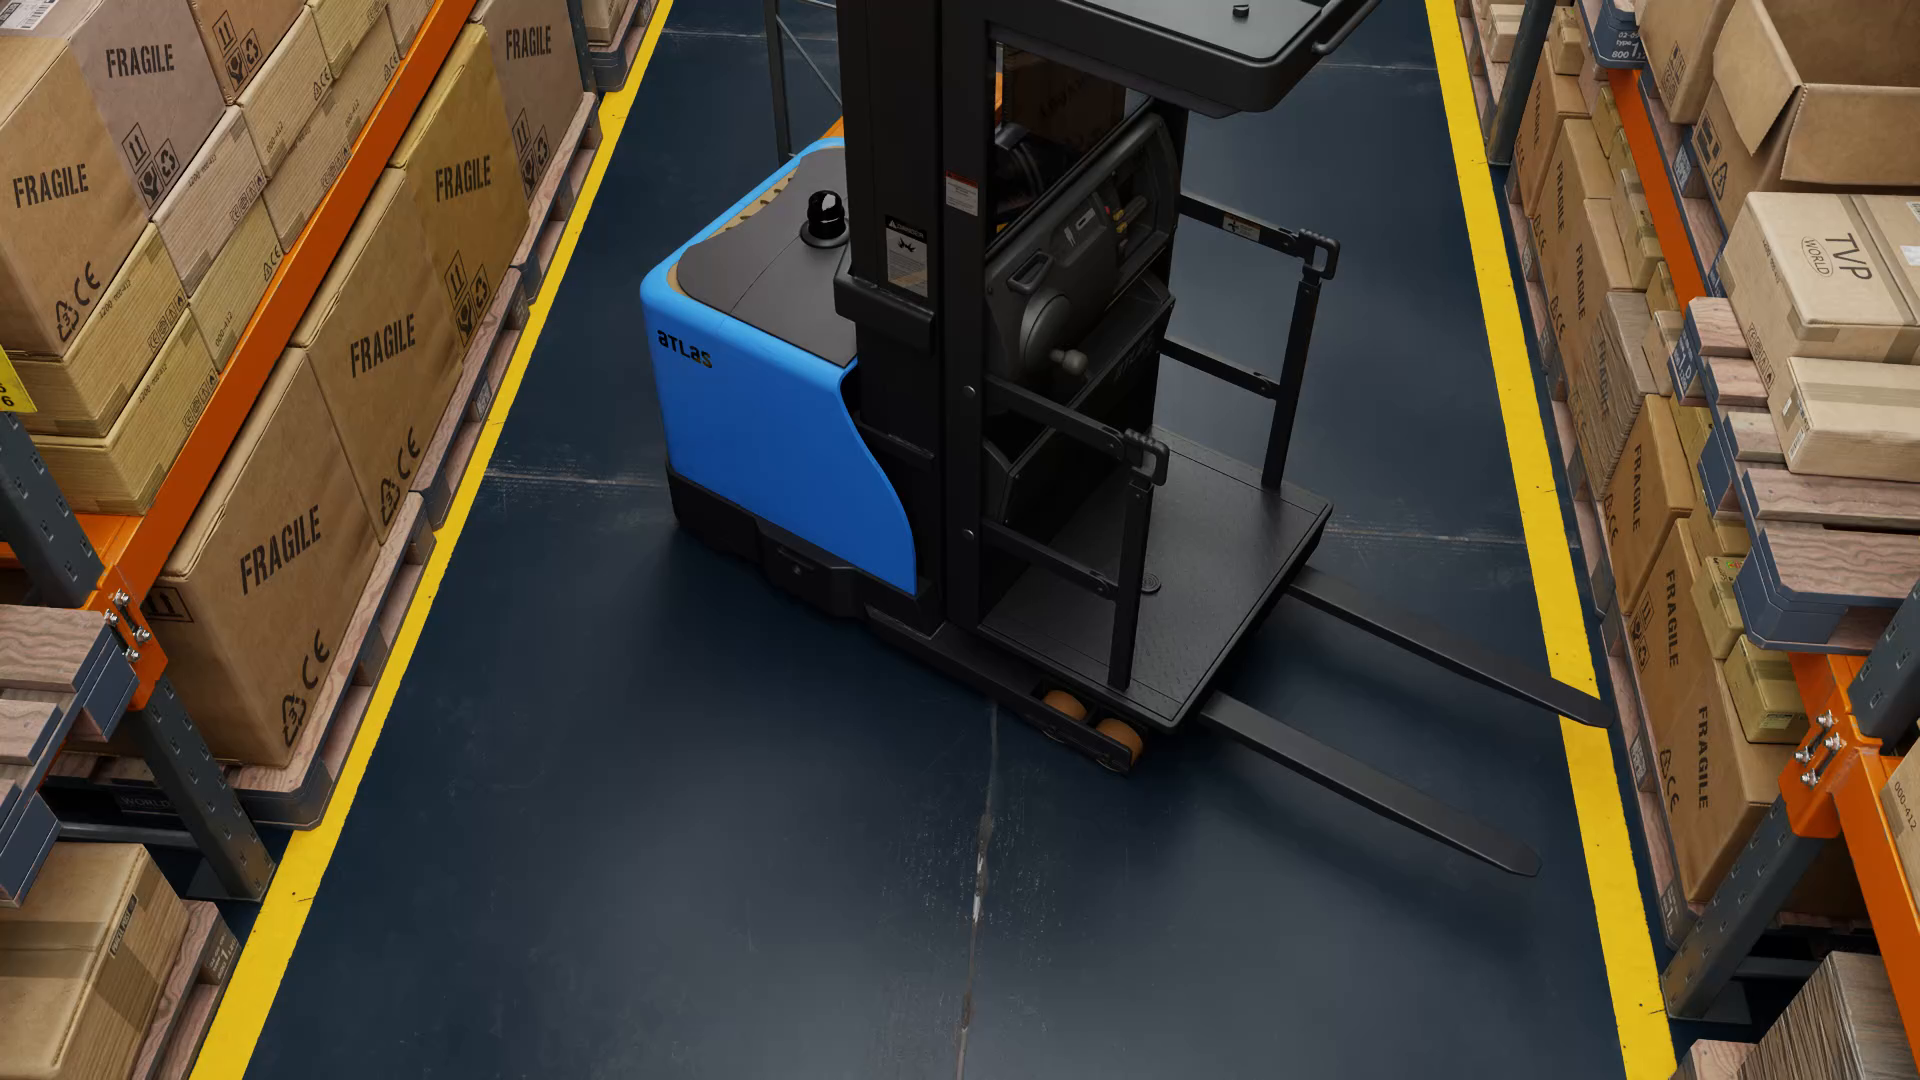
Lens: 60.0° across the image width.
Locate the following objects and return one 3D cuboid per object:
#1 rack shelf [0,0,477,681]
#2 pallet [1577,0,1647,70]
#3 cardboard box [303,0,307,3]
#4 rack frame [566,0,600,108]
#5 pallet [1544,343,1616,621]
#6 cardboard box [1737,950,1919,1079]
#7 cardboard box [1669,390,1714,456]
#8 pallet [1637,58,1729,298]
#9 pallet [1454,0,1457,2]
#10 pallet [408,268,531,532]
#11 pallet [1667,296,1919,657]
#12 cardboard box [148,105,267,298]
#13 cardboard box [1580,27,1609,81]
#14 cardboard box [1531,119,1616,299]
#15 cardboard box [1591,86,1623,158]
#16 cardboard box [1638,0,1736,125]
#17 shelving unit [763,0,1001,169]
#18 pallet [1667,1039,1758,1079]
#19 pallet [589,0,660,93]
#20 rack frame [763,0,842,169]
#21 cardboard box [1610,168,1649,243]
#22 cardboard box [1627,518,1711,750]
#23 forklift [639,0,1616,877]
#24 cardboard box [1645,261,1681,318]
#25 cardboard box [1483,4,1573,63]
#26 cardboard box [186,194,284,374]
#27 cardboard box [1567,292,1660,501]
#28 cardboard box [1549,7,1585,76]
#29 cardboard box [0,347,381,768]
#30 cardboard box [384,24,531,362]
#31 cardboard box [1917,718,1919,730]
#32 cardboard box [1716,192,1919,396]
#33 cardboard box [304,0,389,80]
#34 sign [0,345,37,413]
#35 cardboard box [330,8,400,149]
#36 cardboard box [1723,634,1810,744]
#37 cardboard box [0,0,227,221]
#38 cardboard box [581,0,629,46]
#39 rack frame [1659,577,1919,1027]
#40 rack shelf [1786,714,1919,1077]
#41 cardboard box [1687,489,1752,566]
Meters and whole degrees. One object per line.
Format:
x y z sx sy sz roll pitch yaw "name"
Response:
-2.322 -1.270 5.366 1.077 0.370 4.000 4 48 4 "rack shelf"
2.622 -2.007 5.683 1.003 0.211 1.213 4 48 4 "pallet"
-2.068 -1.875 4.687 0.500 0.500 0.500 5 48 4 "cardboard box"
-2.140 -2.983 6.445 1.000 3.000 0.127 4 48 4 "rack frame"
2.658 -0.211 5.800 1.003 0.211 1.213 4 48 4 "pallet"
2.369 1.405 3.757 0.875 0.625 0.625 5 48 5 "cardboard box"
2.385 -0.377 5.031 0.380 0.149 0.250 3 48 3 "cardboard box"
2.612 -1.077 4.832 1.003 0.211 1.213 4 48 4 "pallet"
2.976 -3.114 8.455 1.003 0.211 1.213 4 48 4 "pallet"
-2.244 -0.570 6.129 1.003 0.211 1.213 4 48 4 "pallet"
2.431 -0.150 3.985 1.213 0.211 1.003 4 48 4 "pallet"
-2.164 -0.897 4.300 0.500 0.250 0.500 5 48 4 "cardboard box"
2.530 -1.829 6.158 0.380 0.149 0.250 2 48 2 "cardboard box"
2.497 -1.217 6.240 0.500 0.500 0.500 3 48 3 "cardboard box"
2.546 -1.525 6.082 0.380 0.149 0.250 2 48 2 "cardboard box"
2.418 -1.529 4.764 0.700 0.500 0.500 4 48 3 "cardboard box"
-0.194 -1.652 6.245 0.587 1.500 1.083 20 51 18 "shelving unit"
2.325 1.831 3.932 1.003 0.211 1.213 4 48 4 "pallet"
-1.993 -2.595 7.980 1.003 0.211 1.213 4 48 4 "pallet"
-0.427 -1.312 5.933 0.500 1.500 0.032 20 51 18 "rack frame"
2.474 -1.141 5.731 0.380 0.149 0.250 4 48 3 "cardboard box"
2.320 0.298 4.855 0.500 0.500 0.500 3 48 3 "cardboard box"
0.519 -0.733 4.434 3.031 2.935 1.130 26 53 22 "forklift"
2.454 -0.759 5.381 0.380 0.149 0.250 4 48 4 "cardboard box"
2.562 -2.260 7.432 0.380 0.149 0.250 3 48 2 "cardboard box"
-2.180 -0.714 4.472 0.500 0.250 0.500 3 48 2 "cardboard box"
2.393 -0.470 5.557 0.500 0.500 0.500 2 48 2 "cardboard box"
2.506 -1.923 6.446 0.380 0.149 0.250 6 48 5 "cardboard box"
-2.359 0.030 4.845 0.875 0.875 0.875 3 48 3 "cardboard box"
-2.191 -1.282 6.045 0.875 0.875 0.875 5 48 5 "cardboard box"
2.130 0.478 3.043 0.500 0.250 0.500 4 48 3 "cardboard box"
2.213 -0.600 4.083 0.500 0.250 0.500 2 48 2 "cardboard box"
-2.047 -1.634 4.975 0.500 0.250 0.500 5 48 4 "cardboard box"
-1.963 -0.378 3.332 0.100 0.325 0.005 4 48 4 "sign"
-2.085 -1.462 5.156 0.500 0.250 0.500 4 48 4 "cardboard box"
2.232 0.391 4.330 0.380 0.149 0.250 2 48 2 "cardboard box"
-2.180 -1.126 4.001 0.500 0.500 0.500 4 48 4 "cardboard box"
-1.976 -2.714 7.651 0.875 0.438 0.875 3 48 3 "cardboard box"
2.439 0.288 3.454 1.000 3.000 0.127 4 48 4 "rack frame"
2.257 2.000 2.375 1.077 0.370 4.000 4 48 4 "rack shelf"
2.294 -0.002 4.689 0.380 0.149 0.250 2 48 2 "cardboard box"
